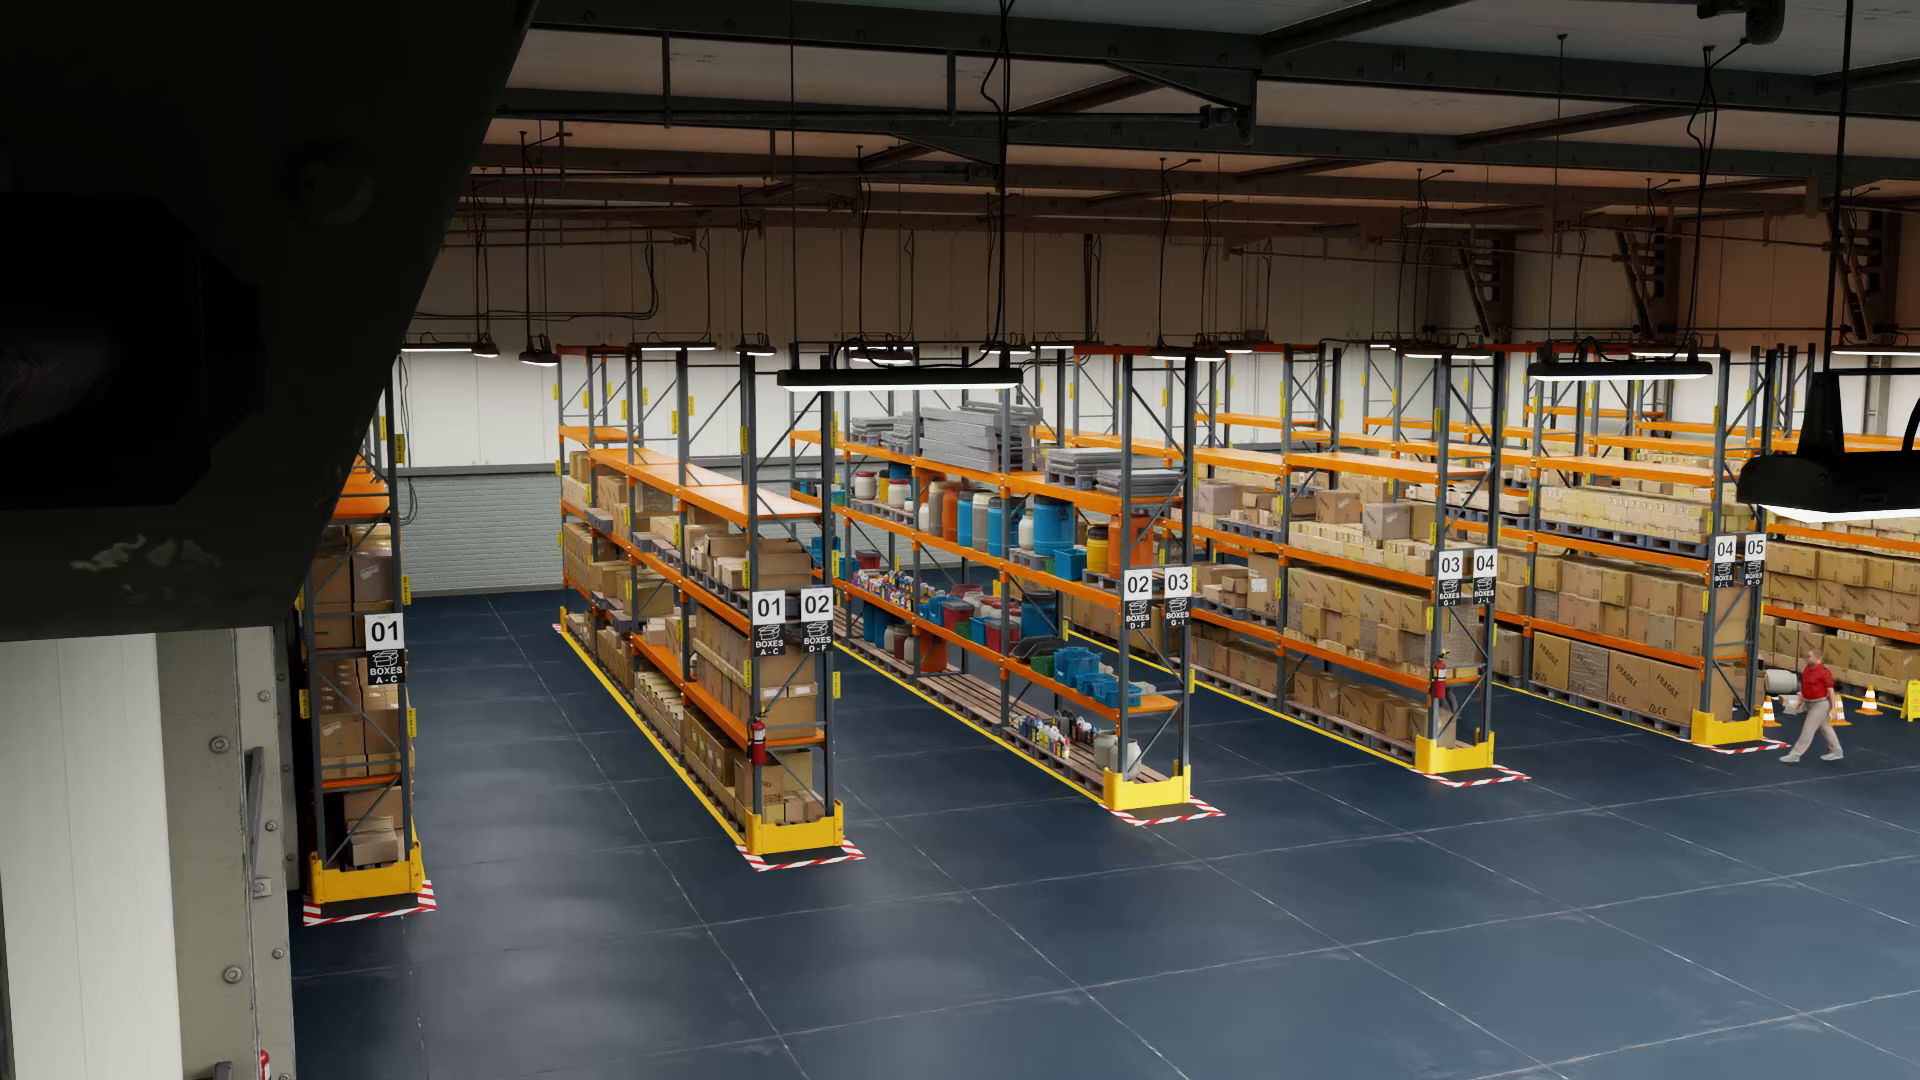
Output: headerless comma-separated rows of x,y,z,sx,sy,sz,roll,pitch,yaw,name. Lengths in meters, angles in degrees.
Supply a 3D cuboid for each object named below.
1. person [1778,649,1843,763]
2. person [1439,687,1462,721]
12.443,2.404,24.273,1.031,1.655,0.581,0,7,0,person
7.772,2.147,26.558,0.513,1.651,0.471,-3,8,-20,person
